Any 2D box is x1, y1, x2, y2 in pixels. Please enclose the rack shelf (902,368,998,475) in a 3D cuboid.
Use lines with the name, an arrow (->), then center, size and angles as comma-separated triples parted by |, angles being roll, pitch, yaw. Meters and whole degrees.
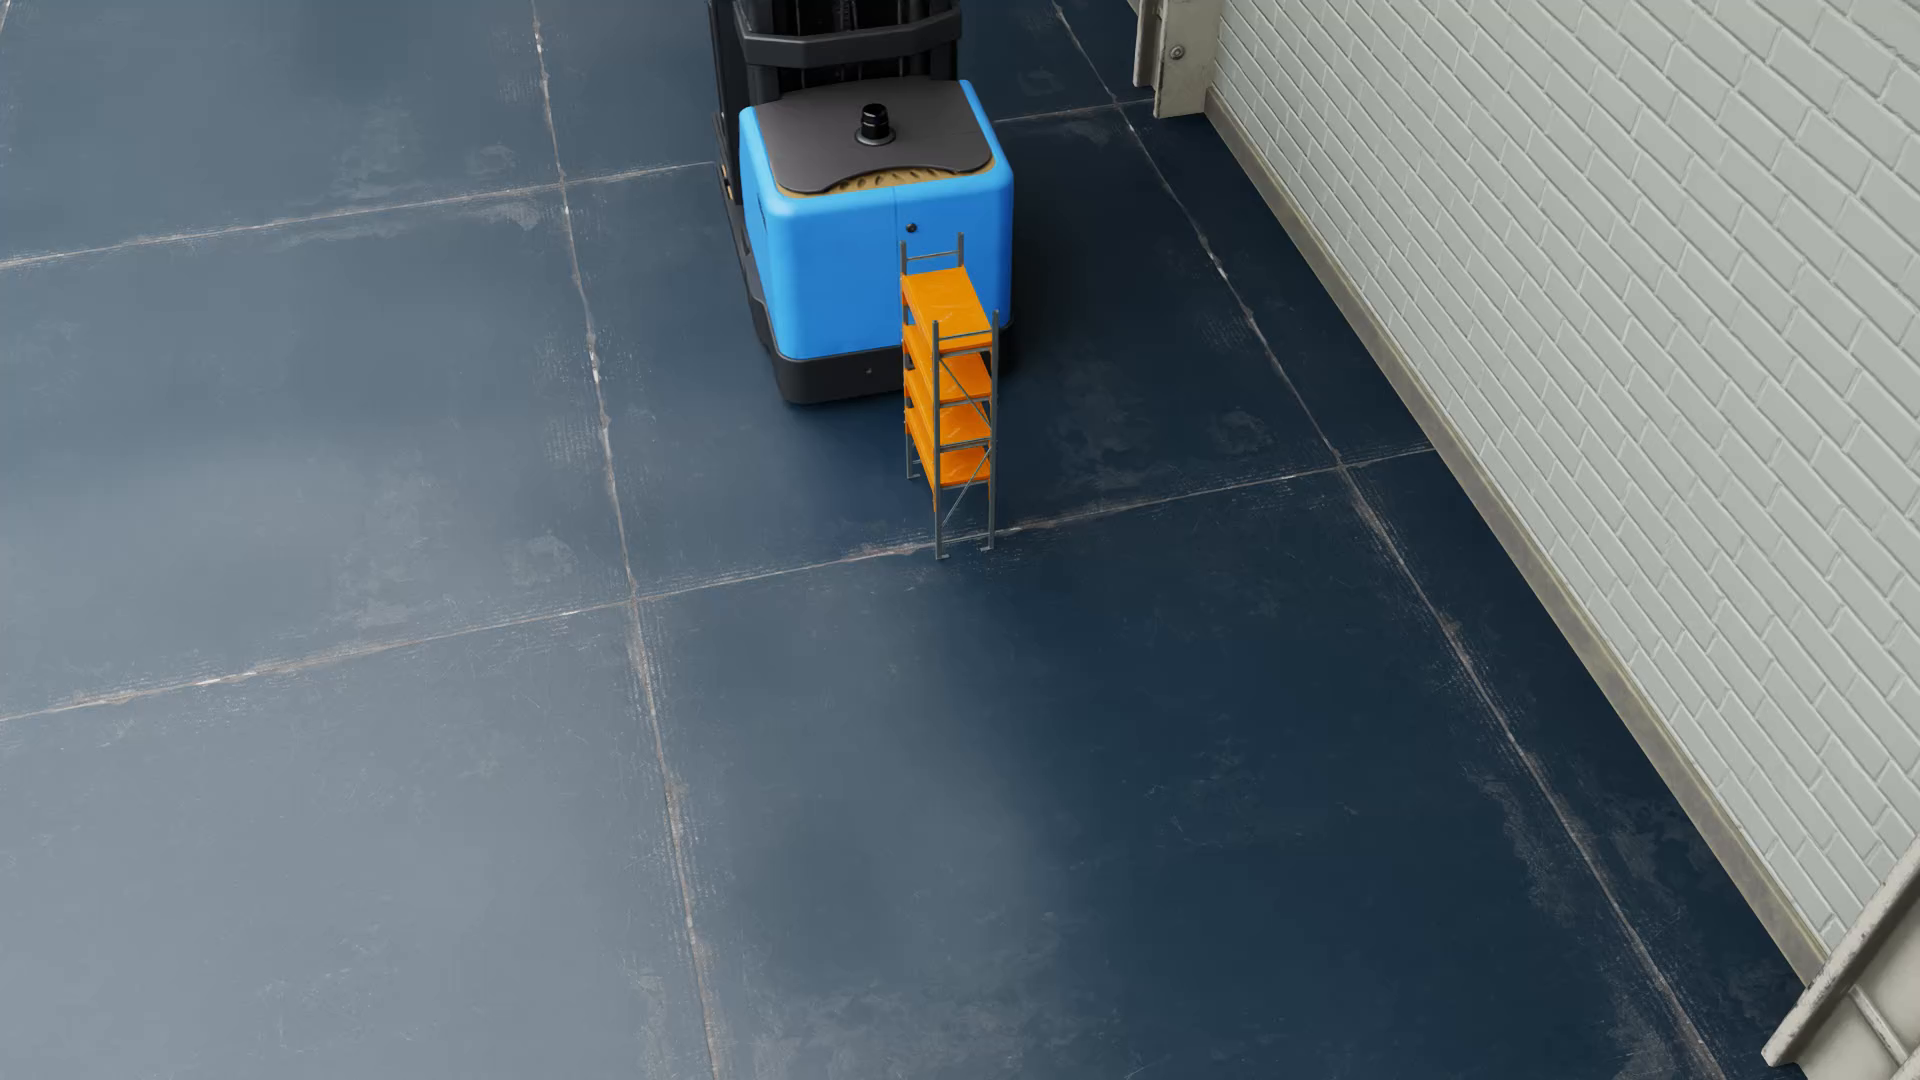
rack shelf -> -0.042, -0.487, 6.482 | 0.258, 0.148, 0.480 | -11, 47, -10

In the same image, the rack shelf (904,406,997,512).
rack shelf -> -0.042, -0.348, 6.623 | 0.258, 0.148, 0.480 | -11, 47, -10

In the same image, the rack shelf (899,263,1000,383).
rack shelf -> -0.042, -0.809, 6.153 | 0.258, 0.148, 0.480 | -11, 47, -10

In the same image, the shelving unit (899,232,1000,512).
shelving unit -> -0.044, -0.538, 6.437 | 0.258, 1.200, 0.492 | -11, 47, -10

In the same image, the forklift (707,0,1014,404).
forklift -> -0.611, -2.688, 7.332 | 1.130, 2.935, 3.031 | -10, 46, -10

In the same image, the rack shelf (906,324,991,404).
rack shelf -> -0.042, -0.681, 6.284 | 0.221, 0.021, 0.457 | -11, 47, -10

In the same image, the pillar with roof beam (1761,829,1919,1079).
pillar with roof beam -> -1.467, -0.660, 1.096 | 9.100, 9.000, 0.400 | -11, 47, -10

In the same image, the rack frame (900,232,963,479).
rack frame -> -0.105, -0.703, 6.599 | 0.240, 1.200, 0.015 | -11, 47, -10
